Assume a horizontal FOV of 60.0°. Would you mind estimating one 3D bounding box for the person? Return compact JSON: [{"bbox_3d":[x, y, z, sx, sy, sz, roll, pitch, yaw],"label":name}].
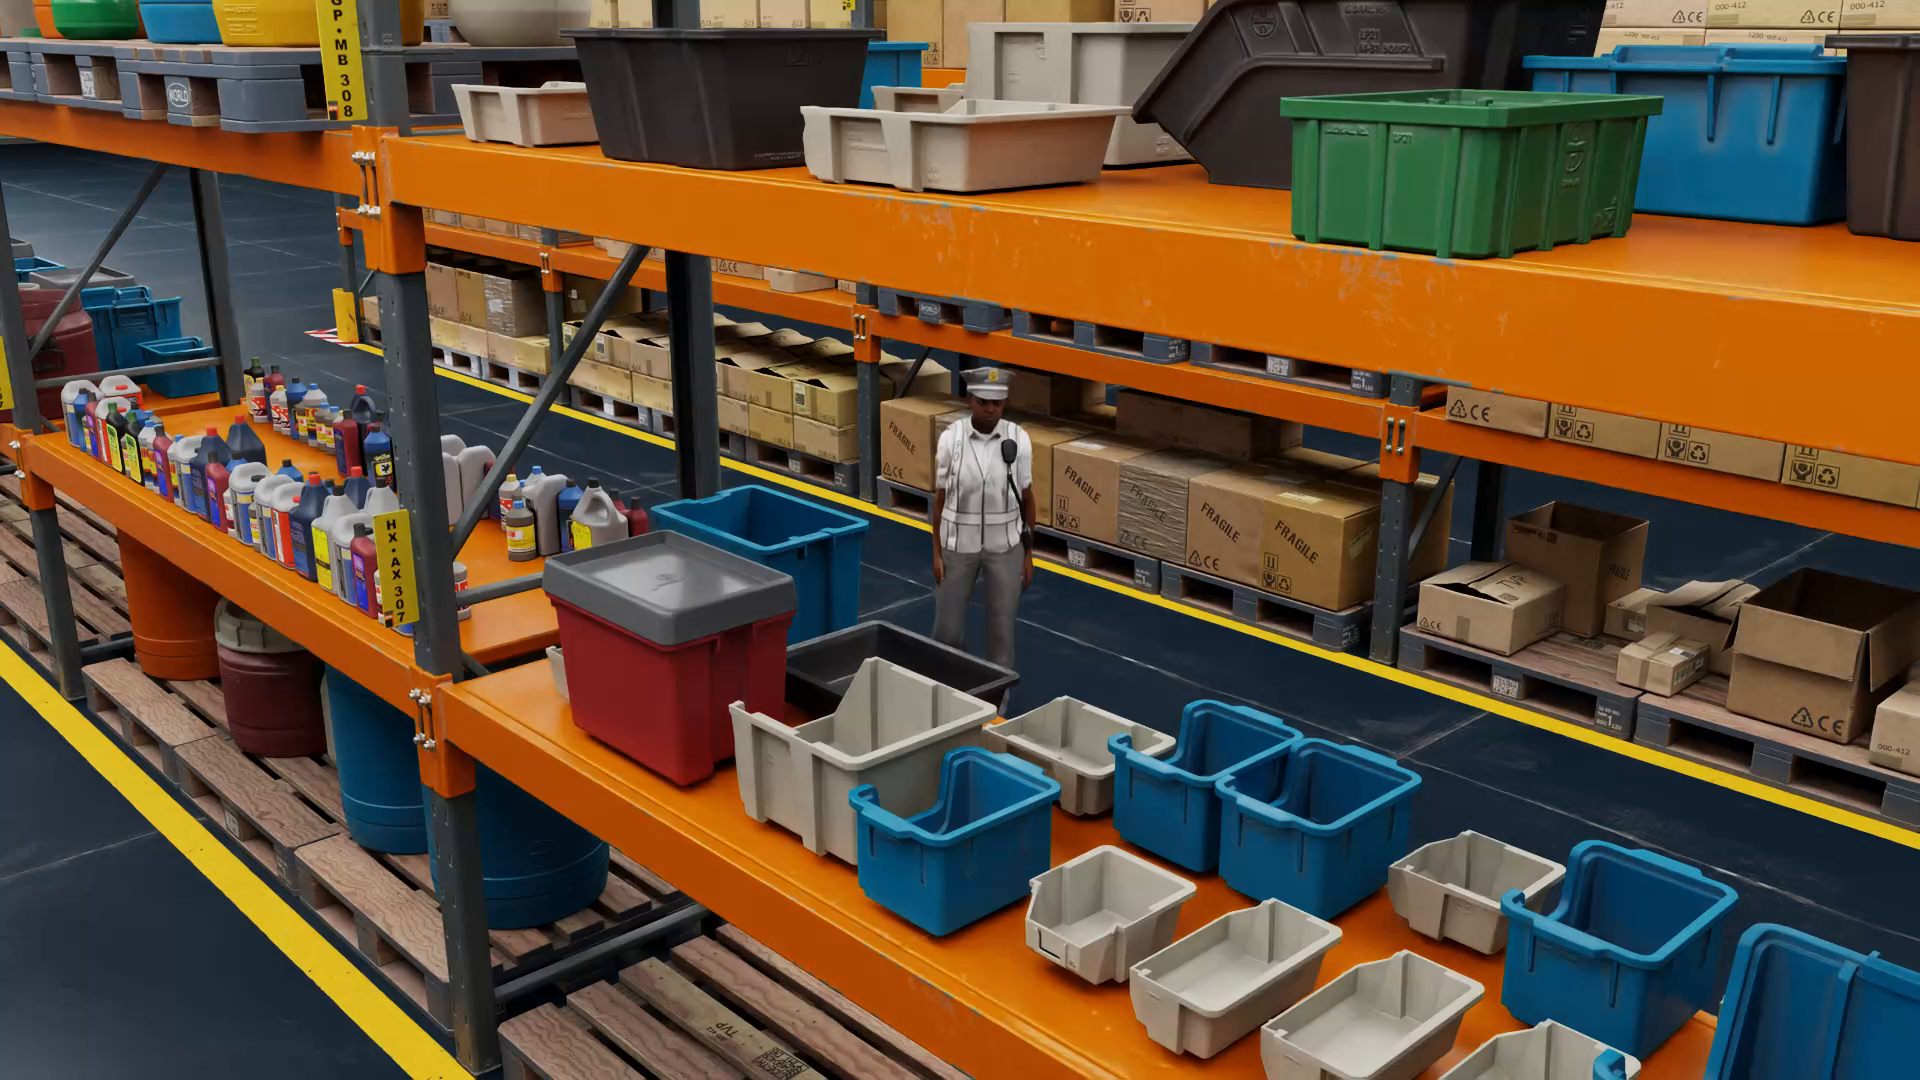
[{"bbox_3d":[0.083,0.042,7.353,0.497,1.679,0.536,1,17,2],"label":"person"}]
